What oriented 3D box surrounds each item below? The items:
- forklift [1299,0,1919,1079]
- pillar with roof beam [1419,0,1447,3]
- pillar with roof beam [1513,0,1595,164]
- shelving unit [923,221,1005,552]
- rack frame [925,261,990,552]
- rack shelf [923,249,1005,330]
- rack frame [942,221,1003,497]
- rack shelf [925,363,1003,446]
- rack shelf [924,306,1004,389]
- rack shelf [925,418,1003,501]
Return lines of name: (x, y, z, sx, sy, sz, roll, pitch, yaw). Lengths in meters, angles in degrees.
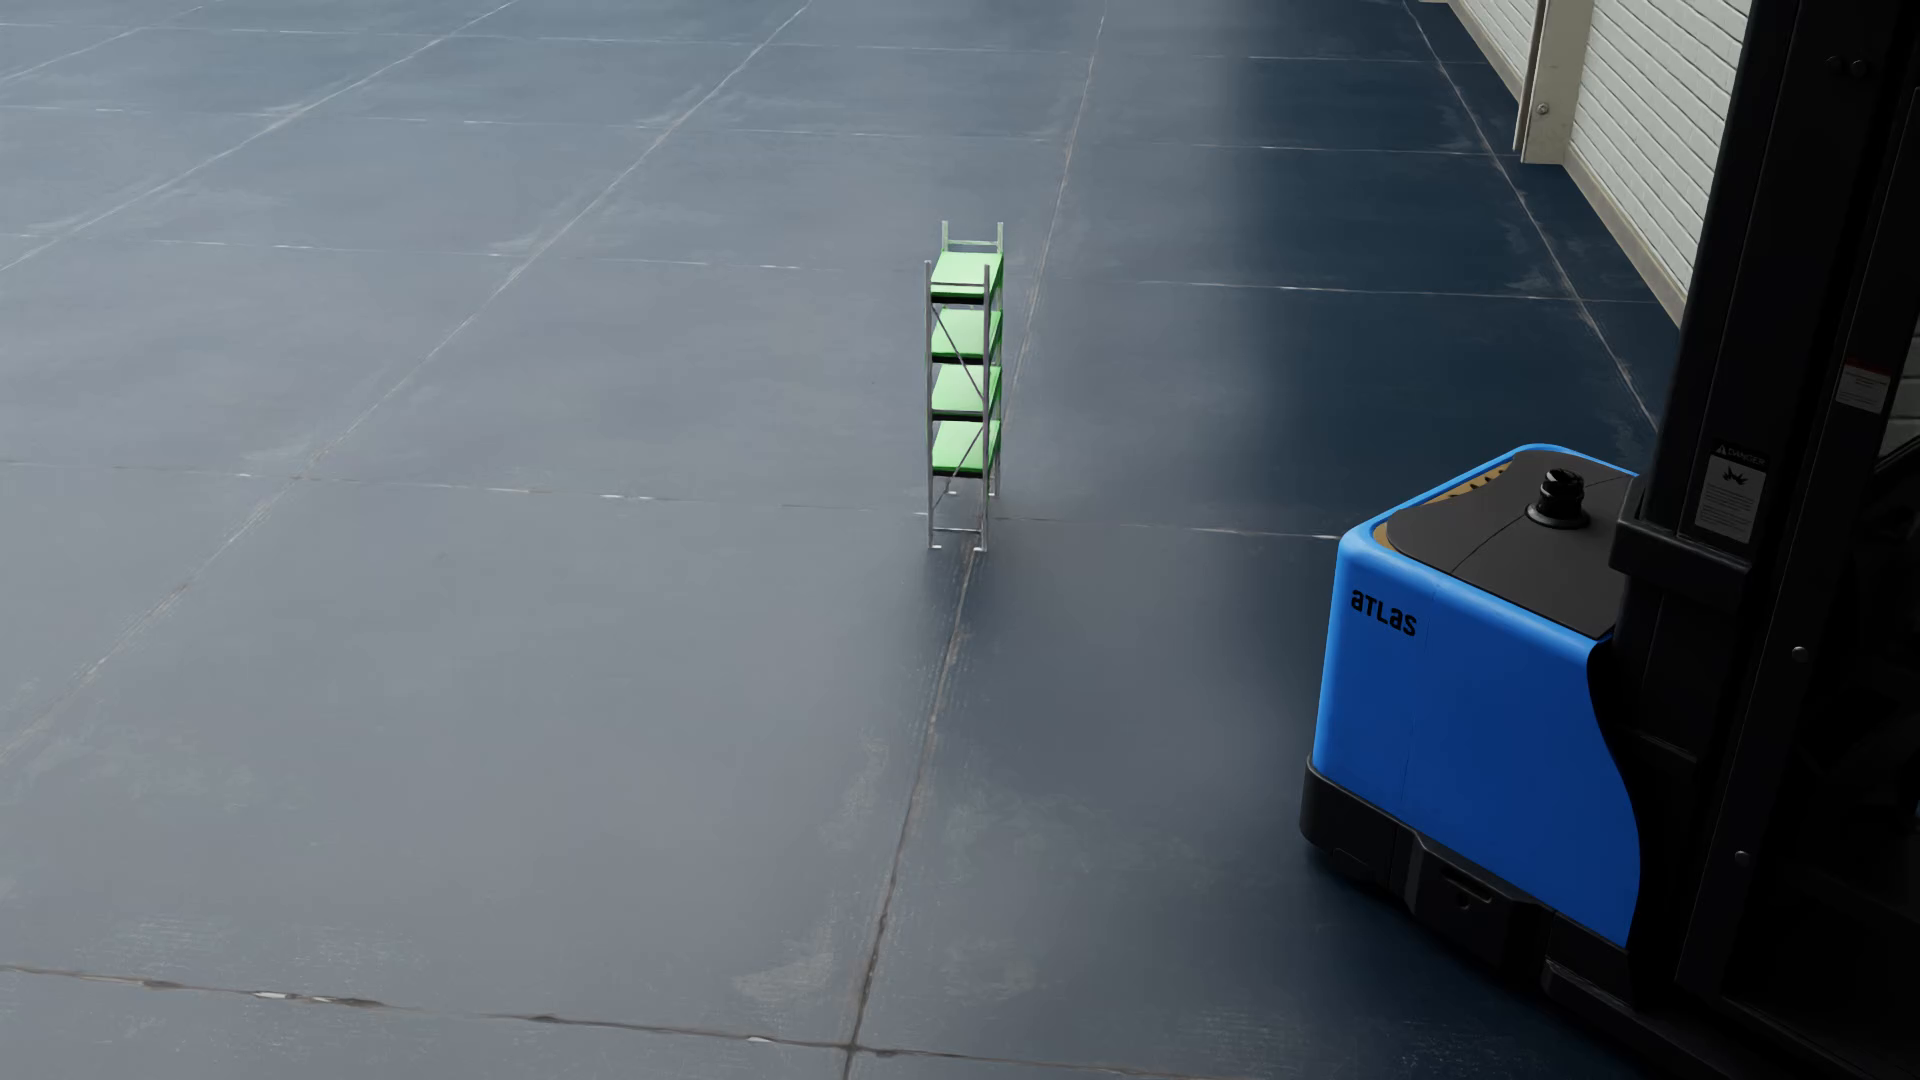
forklift: (2.356, 0.020, 3.623, 1.130, 2.935, 3.031, -22, 35, -35)
pillar with roof beam: (0.579, -9.764, 15.386, 9.100, 9.000, 0.400, 3, 28, 6)
pillar with roof beam: (-0.156, -6.940, 10.143, 9.100, 9.000, 0.400, 3, 28, 6)
shelving unit: (0.020, -0.606, 6.610, 0.258, 1.200, 0.503, 3, 28, 6)
rack frame: (-0.010, -0.491, 6.397, 0.240, 1.200, 0.015, 3, 28, 6)
rack shelf: (0.020, -0.972, 6.413, 0.258, 0.148, 0.480, 3, 28, 6)
rack frame: (0.050, -0.721, 6.823, 0.240, 1.200, 0.015, 3, 28, 6)
rack shelf: (0.020, -0.550, 6.640, 0.258, 0.148, 0.480, 3, 28, 6)
rack shelf: (0.020, -0.761, 6.527, 0.258, 0.148, 0.480, 3, 28, 6)
rack shelf: (0.020, -0.339, 6.754, 0.258, 0.148, 0.480, 3, 28, 6)
